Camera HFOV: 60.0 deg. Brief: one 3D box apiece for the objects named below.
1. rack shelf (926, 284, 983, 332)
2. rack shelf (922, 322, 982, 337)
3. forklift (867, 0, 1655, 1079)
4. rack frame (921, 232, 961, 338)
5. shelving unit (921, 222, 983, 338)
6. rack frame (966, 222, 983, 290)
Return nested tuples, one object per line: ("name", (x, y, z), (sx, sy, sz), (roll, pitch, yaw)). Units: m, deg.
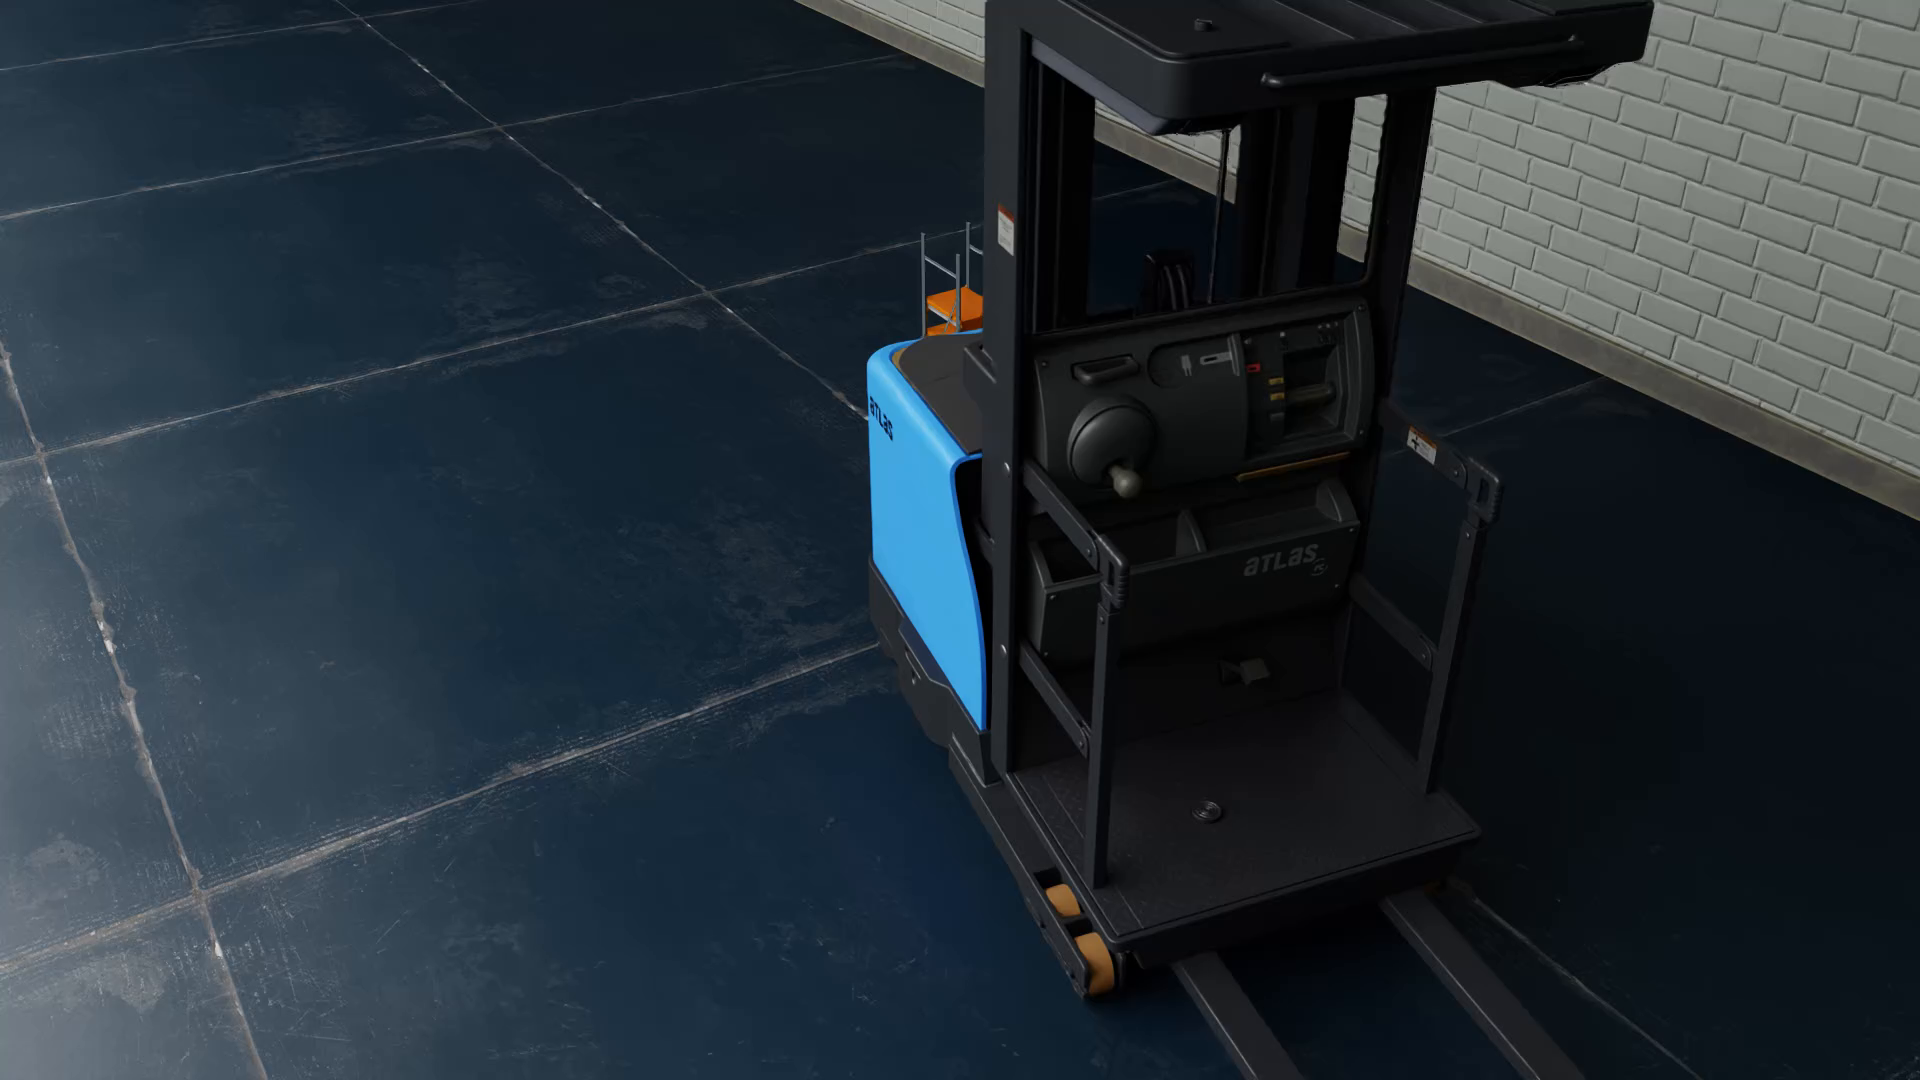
("rack shelf", (0.012, -0.779, 5.768), (0.180, 0.103, 0.258), (-19, 37, -27))
("rack shelf", (0.012, -0.677, 5.832), (0.180, 0.103, 0.258), (-19, 37, -27))
("forklift", (0.702, -0.299, 3.977), (1.130, 2.935, 3.031), (-12, 34, -18))
("rack frame", (-0.065, -0.485, 5.895), (0.006, 1.200, 0.240), (-19, 37, -27))
("shelving unit", (0.012, -0.512, 5.937), (0.189, 1.200, 0.258), (-19, 37, -27))
("rack frame", (0.089, -0.538, 5.978), (0.006, 1.200, 0.240), (-19, 37, -27))
